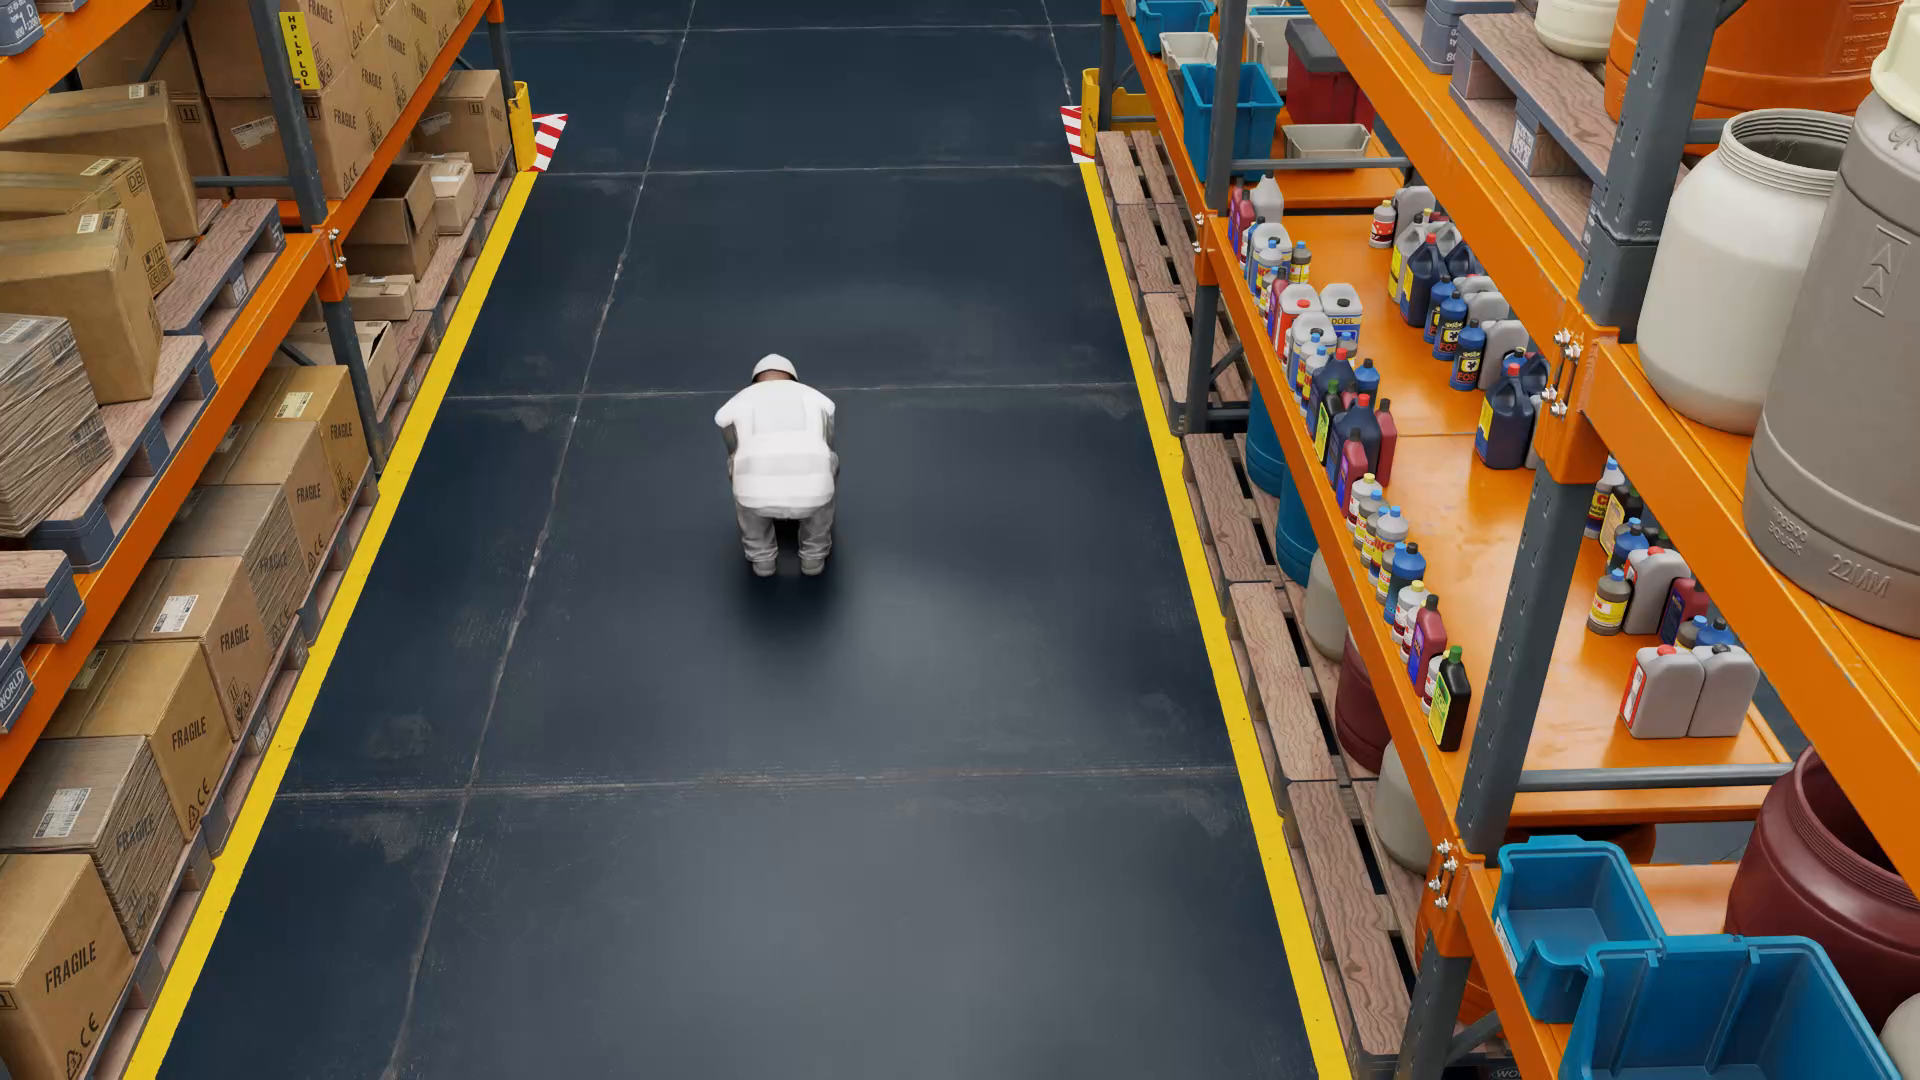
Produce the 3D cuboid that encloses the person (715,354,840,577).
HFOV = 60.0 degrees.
[{"bbox_3d":[-0.810,-0.298,7.440,0.543,0.813,0.979,-2,35,-3],"label":"person"}]
